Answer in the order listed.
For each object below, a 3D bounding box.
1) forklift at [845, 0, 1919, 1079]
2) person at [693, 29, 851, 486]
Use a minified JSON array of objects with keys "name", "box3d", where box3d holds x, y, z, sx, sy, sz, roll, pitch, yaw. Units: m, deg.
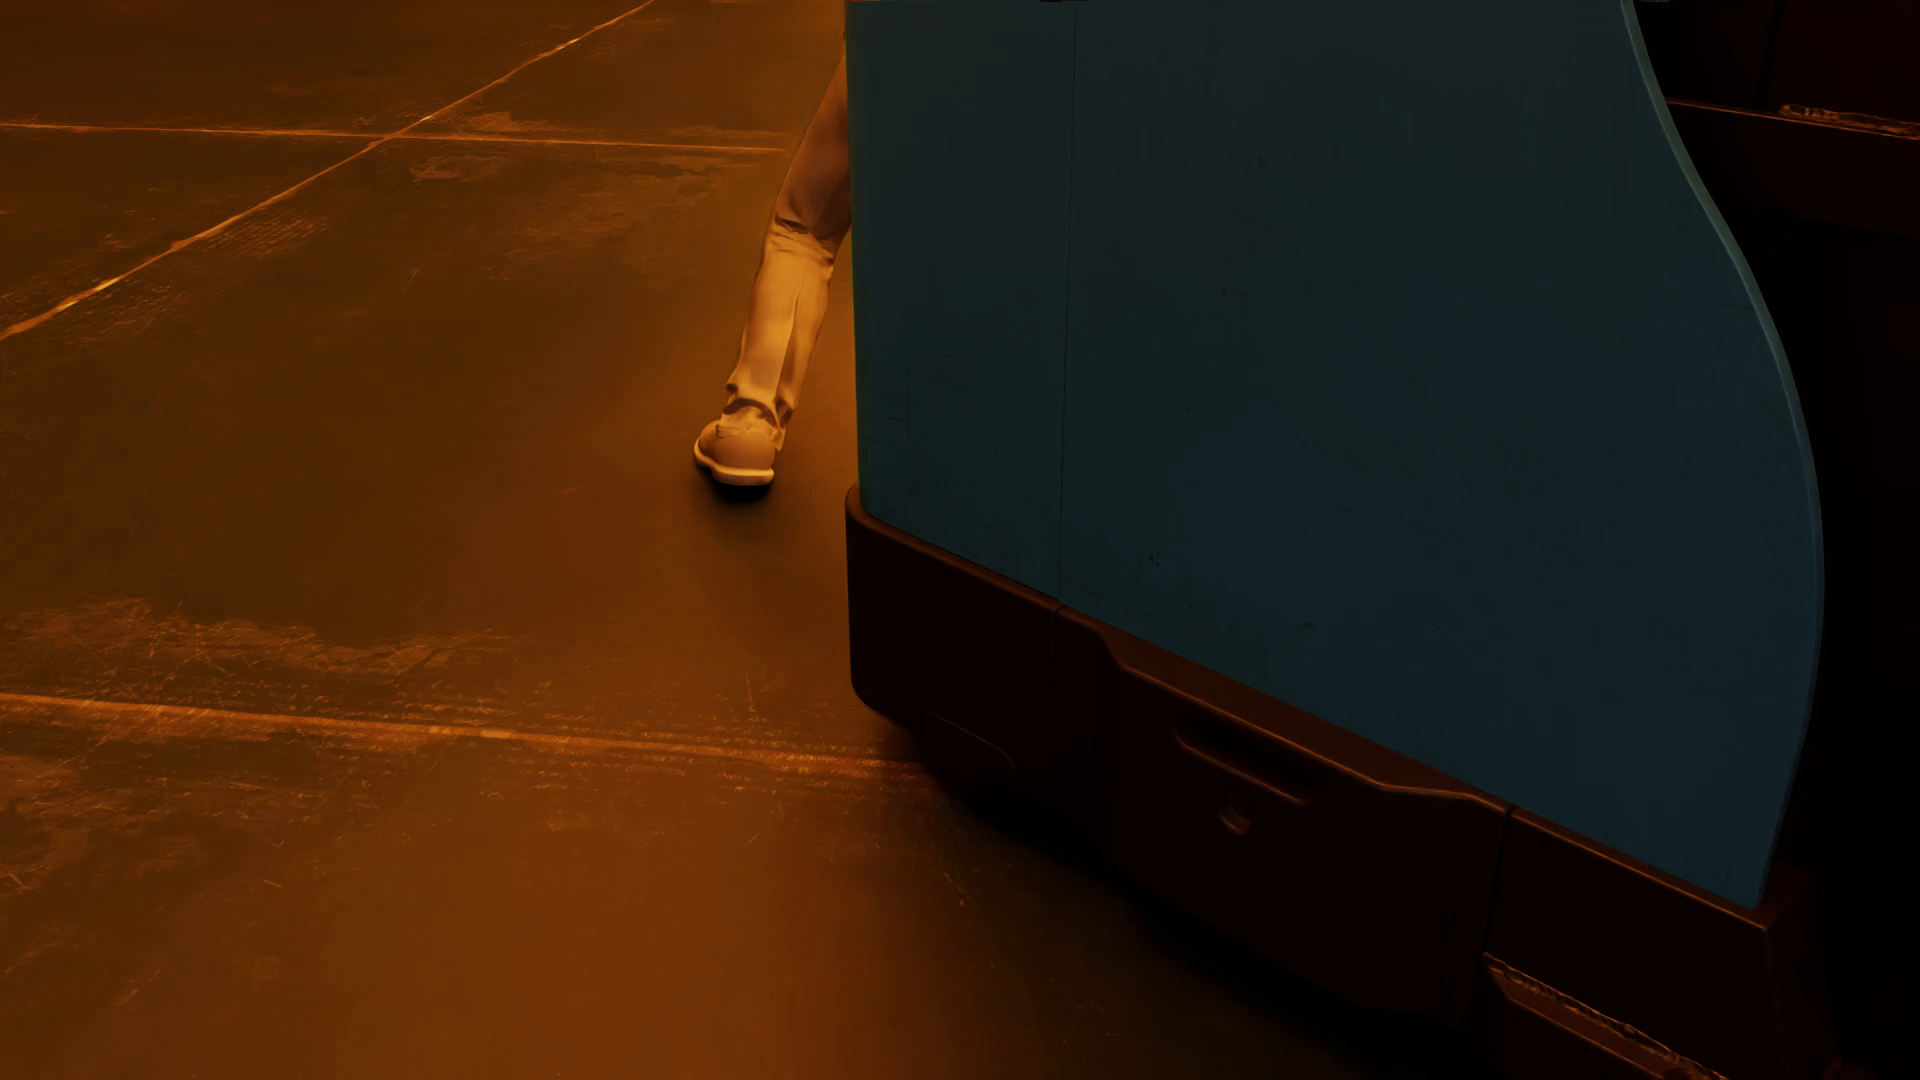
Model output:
[{"name":"forklift","box3d":[1.275,-0.776,0.772,3.031,2.935,1.130,24,35,39]},{"name":"person","box3d":[-0.044,-0.942,2.845,0.910,1.425,1.106,-4,27,-7]}]
